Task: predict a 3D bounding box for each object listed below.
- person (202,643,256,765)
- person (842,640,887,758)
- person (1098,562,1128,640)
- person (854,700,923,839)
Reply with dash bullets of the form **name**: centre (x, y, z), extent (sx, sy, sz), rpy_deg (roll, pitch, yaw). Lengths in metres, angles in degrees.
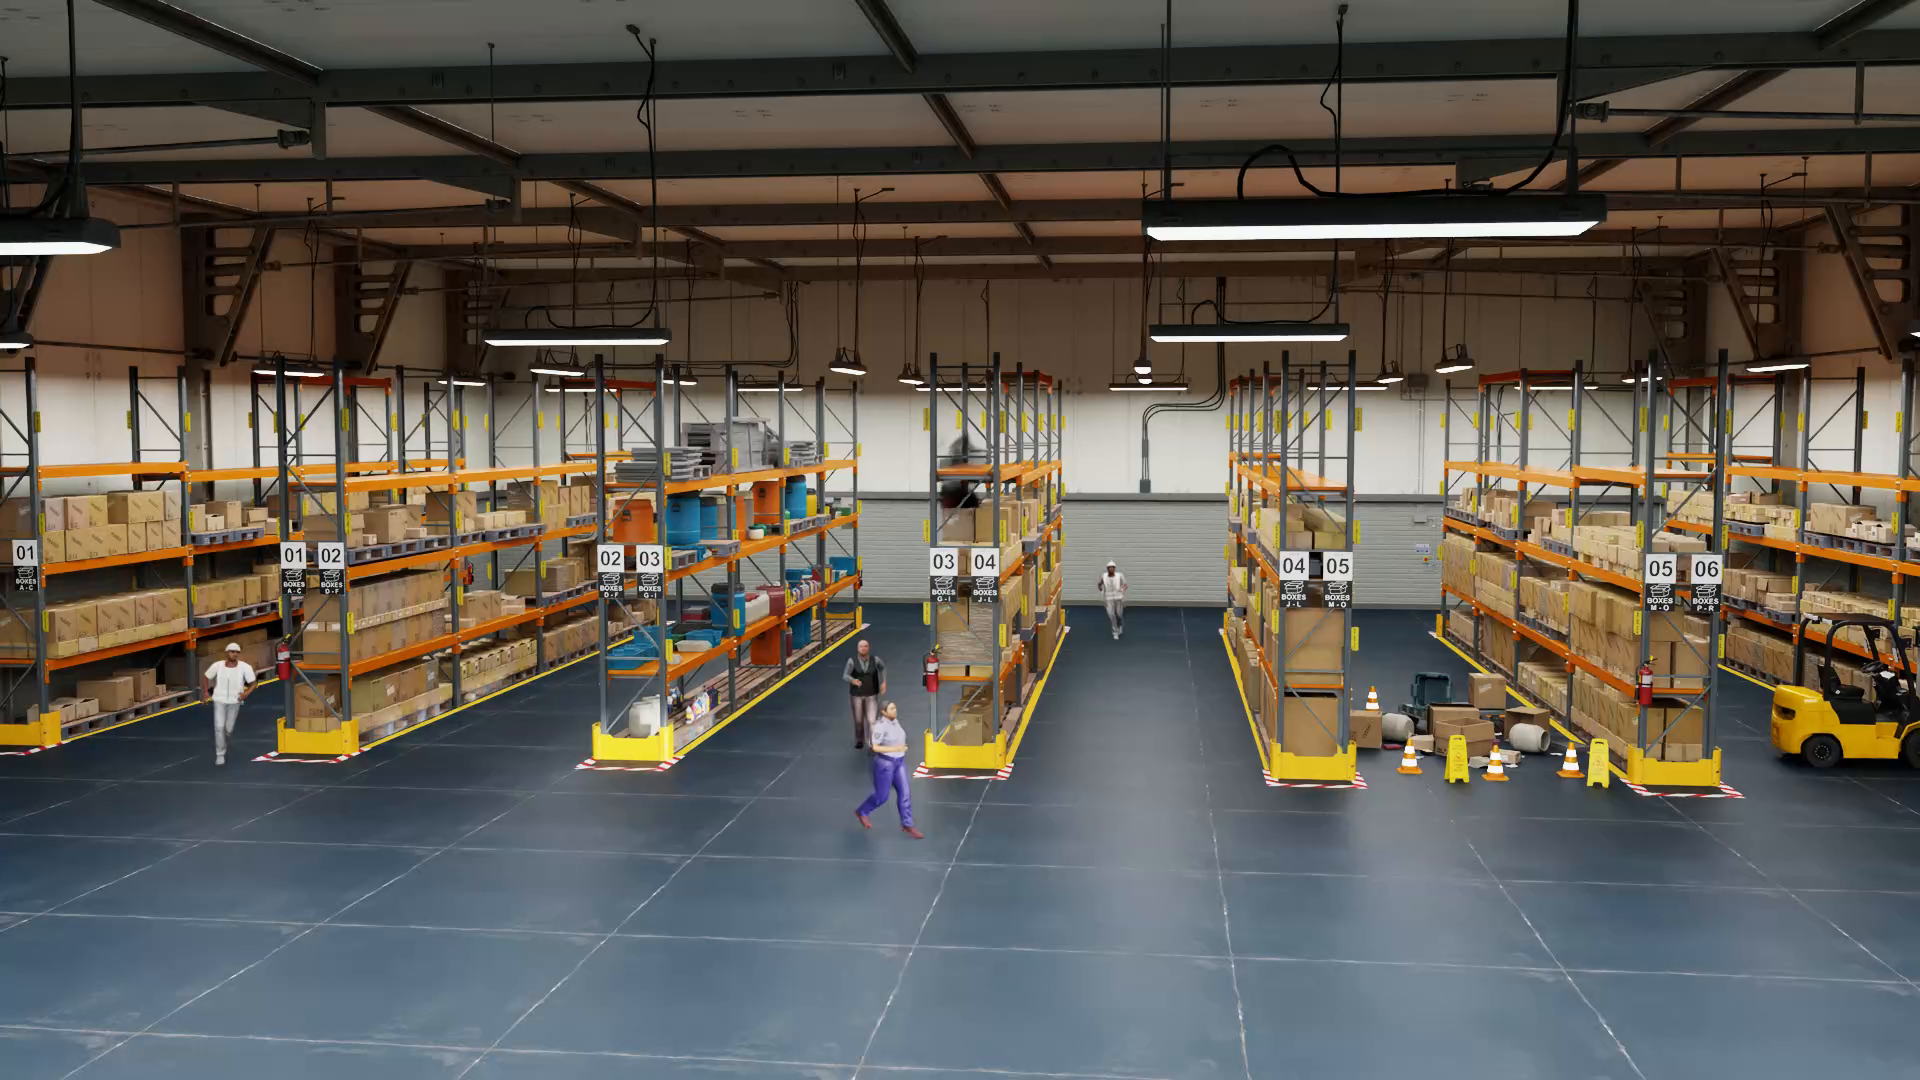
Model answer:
- **person**: centre (-10.834, 2.399, 24.674), extent (0.737, 1.748, 0.779), rpy_deg (-2, 4, -24)
- **person**: centre (-1.431, 2.395, 25.007), extent (0.675, 1.798, 0.748), rpy_deg (0, 4, -4)
- **person**: centre (3.543, 1.392, 38.562), extent (0.689, 1.788, 0.901), rpy_deg (0, 4, 4)
- **person**: centre (-0.869, 2.748, 20.090), extent (0.925, 1.655, 0.608), rpy_deg (3, 5, 34)
